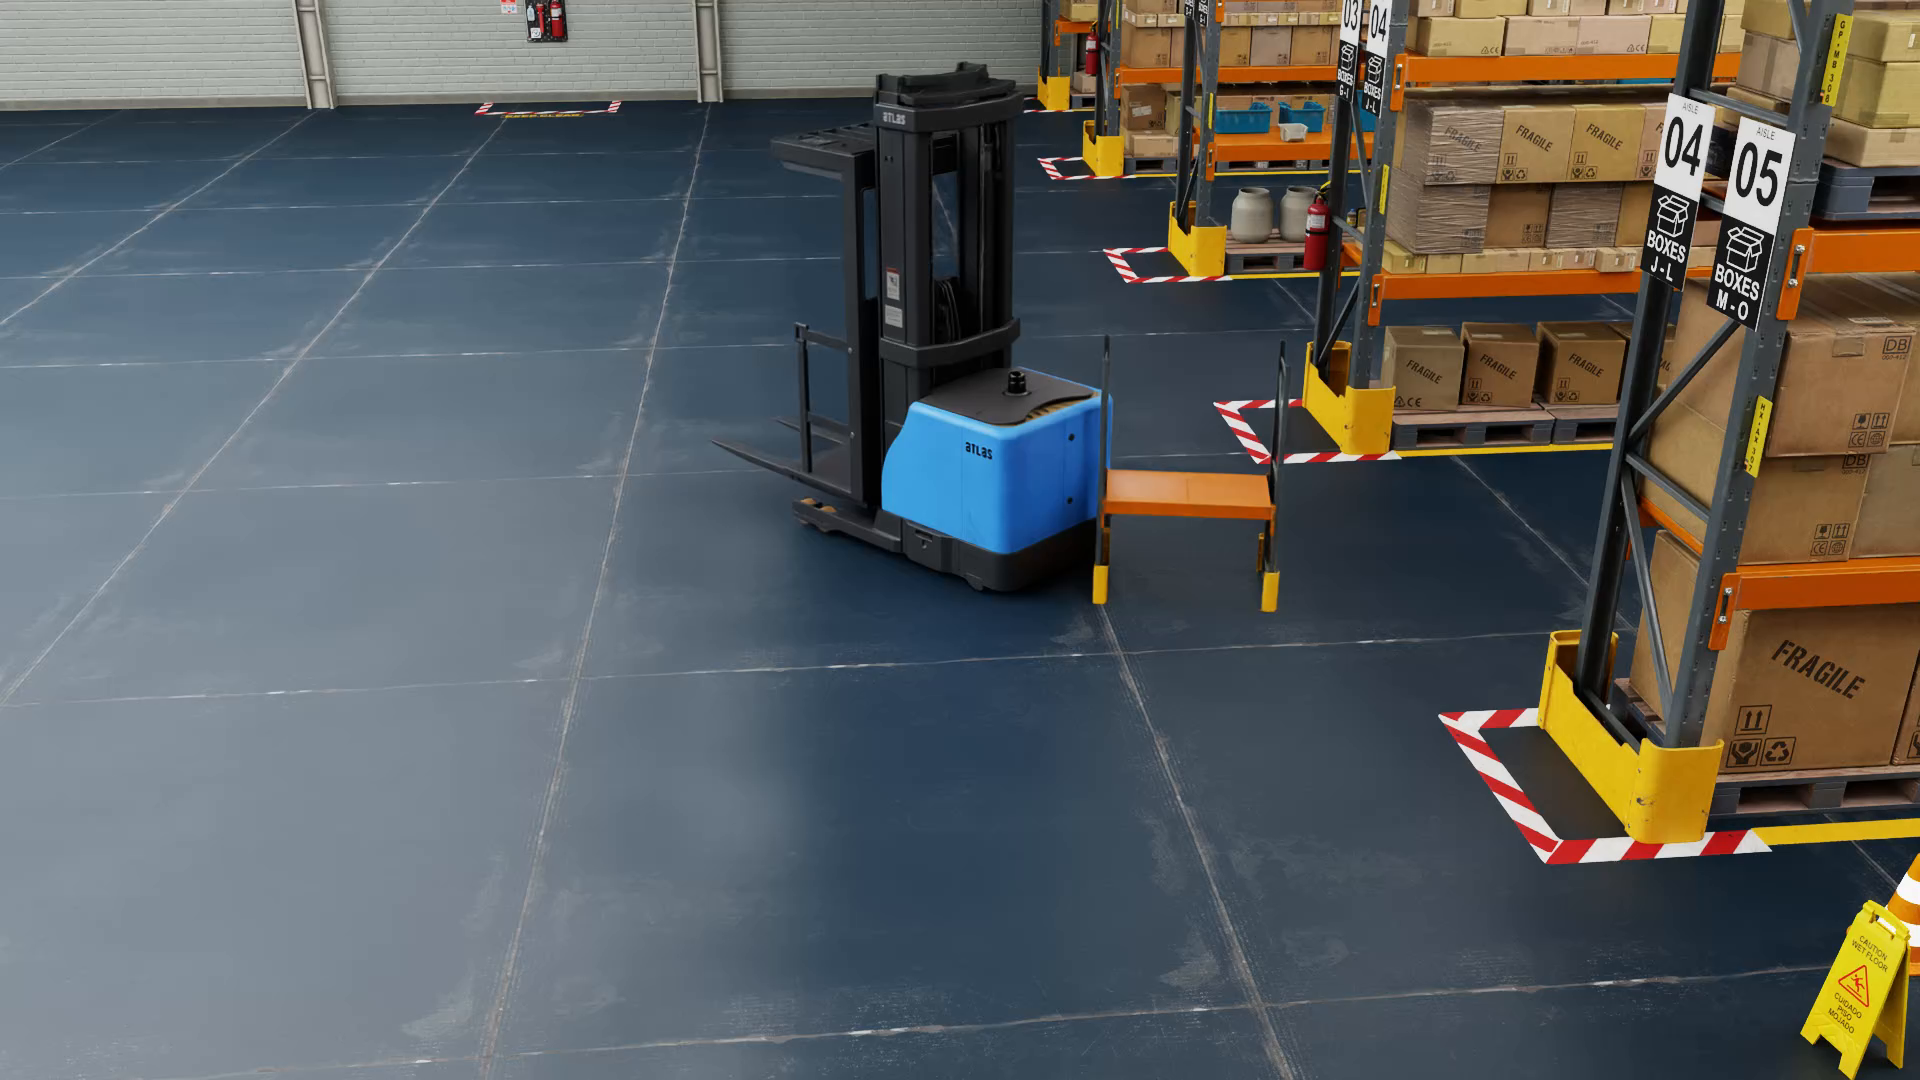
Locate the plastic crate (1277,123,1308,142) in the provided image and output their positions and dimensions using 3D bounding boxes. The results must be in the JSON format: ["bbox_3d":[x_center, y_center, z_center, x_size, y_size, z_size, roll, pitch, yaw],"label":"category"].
[{"bbox_3d":[3.287,-4.014,16.413,0.250,0.136,0.298,-2,24,-5],"label":"plastic crate"}]

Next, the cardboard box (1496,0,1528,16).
[{"bbox_3d":[3.655,-3.660,11.293,0.250,0.149,0.380,-3,24,-6],"label":"cardboard box"}]

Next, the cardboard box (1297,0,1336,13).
[{"bbox_3d":[4.420,-6.969,21.016,0.500,0.500,0.700,-2,24,-5],"label":"cardboard box"}]

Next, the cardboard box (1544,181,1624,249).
[{"bbox_3d":[4.389,-2.491,12.171,0.500,0.500,0.875,-2,24,-5],"label":"cardboard box"}]

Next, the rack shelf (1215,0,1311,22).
[{"bbox_3d":[4.355,-5.351,16.289,4.000,0.370,1.077,-2,24,-5],"label":"rack shelf"}]

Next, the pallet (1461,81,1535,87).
[{"bbox_3d":[8.574,-7.248,26.797,1.213,0.211,1.003,-2,24,-5],"label":"pallet"}]

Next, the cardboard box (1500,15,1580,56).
[{"bbox_3d":[3.869,-3.467,11.349,0.500,0.250,0.500,-3,24,-6],"label":"cardboard box"}]

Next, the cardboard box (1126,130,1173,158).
[{"bbox_3d":[2.437,-5.099,21.396,0.500,0.250,0.500,-2,24,-5],"label":"cardboard box"}]

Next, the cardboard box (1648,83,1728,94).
[{"bbox_3d":[5.364,-3.070,12.244,0.500,0.500,0.500,-2,24,-5],"label":"cardboard box"}]

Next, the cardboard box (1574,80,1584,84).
[{"bbox_3d":[10.097,-7.739,26.598,0.750,0.750,0.750,-3,24,-6],"label":"cardboard box"}]

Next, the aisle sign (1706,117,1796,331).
[{"bbox_3d":[3.197,-1.282,6.741,0.004,0.787,0.394,-2,24,-5],"label":"aisle sign"}]

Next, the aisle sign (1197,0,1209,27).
[{"bbox_3d":[2.322,-5.296,15.771,0.004,0.787,0.394,-2,24,-5],"label":"aisle sign"}]

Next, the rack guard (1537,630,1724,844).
[{"bbox_3d":[3.214,0.925,8.054,0.348,0.500,1.175,-2,24,-5],"label":"rack guard"}]

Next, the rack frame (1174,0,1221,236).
[{"bbox_3d":[2.365,-4.229,16.572,0.127,3.000,1.000,-2,24,-5],"label":"rack frame"}]

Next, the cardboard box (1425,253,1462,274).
[{"bbox_3d":[3.409,-2.030,11.933,0.250,0.149,0.380,-2,24,-5],"label":"cardboard box"}]

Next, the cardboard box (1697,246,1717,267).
[{"bbox_3d":[5.398,-2.115,12.125,0.250,0.149,0.380,-2,24,-5],"label":"cardboard box"}]

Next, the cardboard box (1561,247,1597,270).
[{"bbox_3d":[4.402,-2.080,12.046,0.250,0.149,0.380,-2,24,-5],"label":"cardboard box"}]

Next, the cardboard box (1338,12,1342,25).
[{"bbox_3d":[4.845,-6.605,20.994,0.250,0.149,0.380,-2,24,-5],"label":"cardboard box"}]

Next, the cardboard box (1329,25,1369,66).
[{"bbox_3d":[4.897,-6.393,21.317,0.500,0.500,0.700,-3,24,-6],"label":"cardboard box"}]

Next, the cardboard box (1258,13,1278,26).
[{"bbox_3d":[3.823,-6.563,20.902,0.250,0.149,0.380,-2,24,-5],"label":"cardboard box"}]

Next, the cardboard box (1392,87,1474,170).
[{"bbox_3d":[3.374,-2.988,12.058,0.500,0.500,0.500,-2,24,-5],"label":"cardboard box"}]

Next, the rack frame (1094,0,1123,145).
[{"bbox_3d":[1.881,-6.232,21.077,0.127,3.000,1.000,-2,24,-5],"label":"rack frame"}]

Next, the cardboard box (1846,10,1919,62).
[{"bbox_3d":[3.602,-1.961,6.463,0.250,0.149,0.380,-2,24,-5],"label":"cardboard box"}]

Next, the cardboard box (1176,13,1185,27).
[{"bbox_3d":[2.804,-6.523,20.812,0.250,0.149,0.380,-2,24,-5],"label":"cardboard box"}]

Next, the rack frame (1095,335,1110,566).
[{"bbox_3d":[0.841,-0.421,9.851,0.032,1.500,0.500,2,24,5],"label":"rack frame"}]

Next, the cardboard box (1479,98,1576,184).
[{"bbox_3d":[3.924,-2.795,11.624,0.500,0.500,0.500,-2,24,-5],"label":"cardboard box"}]

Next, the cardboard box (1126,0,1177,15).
[{"bbox_3d":[2.400,-6.886,20.828,0.500,0.500,0.700,-2,24,-5],"label":"cardboard box"}]

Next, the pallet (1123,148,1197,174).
[{"bbox_3d":[2.638,-5.005,21.750,1.213,0.211,1.003,-2,24,-5],"label":"pallet"}]

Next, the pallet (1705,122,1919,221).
[{"bbox_3d":[3.976,-1.583,7.033,1.213,0.211,1.003,-2,24,-5],"label":"pallet"}]

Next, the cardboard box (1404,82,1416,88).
[{"bbox_3d":[7.123,-7.533,26.541,0.500,0.500,0.700,-2,24,-5],"label":"cardboard box"}]

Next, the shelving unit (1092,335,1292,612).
[{"bbox_3d":[1.356,-0.400,9.803,1.083,1.500,0.587,2,24,5],"label":"shelving unit"}]

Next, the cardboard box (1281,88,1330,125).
[{"bbox_3d":[4.426,-5.526,21.434,0.500,0.500,0.500,-2,24,-5],"label":"cardboard box"}]

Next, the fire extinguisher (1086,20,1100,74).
[{"bbox_3d":[1.718,-6.379,21.504,0.183,0.674,0.296,-2,24,-5],"label":"fire extinguisher"}]

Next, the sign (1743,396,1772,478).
[{"bbox_3d":[3.287,-0.426,6.851,0.005,0.325,0.100,-2,24,-5],"label":"sign"}]

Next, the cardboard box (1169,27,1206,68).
[{"bbox_3d":[2.869,-6.314,21.138,0.500,0.500,0.700,-2,24,-4],"label":"cardboard box"}]

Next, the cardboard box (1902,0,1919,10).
[{"bbox_3d":[4.044,-2.247,7.106,0.250,0.149,0.380,-2,24,-4],"label":"cardboard box"}]

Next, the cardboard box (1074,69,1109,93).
[{"bbox_3d":[2.088,-7.197,26.018,0.500,0.311,0.500,-5,24,-11],"label":"cardboard box"}]

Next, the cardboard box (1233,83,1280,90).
[{"bbox_3d":[3.877,-5.717,21.863,0.500,0.500,0.500,-2,24,-5],"label":"cardboard box"}]

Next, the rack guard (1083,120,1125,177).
[{"bbox_3d":[1.858,-5.088,21.582,0.348,0.500,1.175,-2,24,-5],"label":"rack guard"}]

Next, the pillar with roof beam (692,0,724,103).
[{"bbox_3d":[-3.545,-9.373,20.759,0.400,9.000,9.100,-2,24,-5],"label":"pillar with roof beam"}]

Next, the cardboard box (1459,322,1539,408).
[{"bbox_3d":[4.066,-1.333,12.616,0.500,0.500,0.500,4,24,9],"label":"cardboard box"}]

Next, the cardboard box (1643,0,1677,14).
[{"bbox_3d":[4.690,-3.696,11.373,0.250,0.149,0.380,-3,24,-6],"label":"cardboard box"}]

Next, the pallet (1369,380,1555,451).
[{"bbox_3d":[3.739,-0.974,12.682,1.213,0.211,1.003,-2,24,-5],"label":"pallet"}]

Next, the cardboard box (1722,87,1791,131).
[{"bbox_3d":[3.536,-1.862,7.223,0.250,0.149,0.380,-2,24,-5],"label":"cardboard box"}]

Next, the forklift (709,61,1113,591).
[{"bbox_3d":[-0.464,-1.528,10.579,3.031,2.935,1.130,21,32,39],"label":"forklift"}]

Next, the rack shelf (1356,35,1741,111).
[{"bbox_3d":[4.842,-3.349,11.785,4.000,0.370,1.077,-2,24,-5],"label":"rack shelf"}]

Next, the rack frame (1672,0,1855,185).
[{"bbox_3d":[3.238,-2.960,6.330,0.127,3.000,1.000,-2,24,-5],"label":"rack frame"}]

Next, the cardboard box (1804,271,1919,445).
[{"bbox_3d":[4.150,-0.839,7.430,0.550,0.550,0.875,-2,24,-5],"label":"cardboard box"}]

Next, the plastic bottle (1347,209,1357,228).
[{"bbox_3d":[4.149,-3.402,17.615,0.097,0.201,0.097,0,24,0],"label":"plastic bottle"}]

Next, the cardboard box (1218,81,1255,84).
[{"bbox_3d":[4.343,-7.395,26.229,0.500,0.500,0.500,-4,24,-9],"label":"cardboard box"}]
